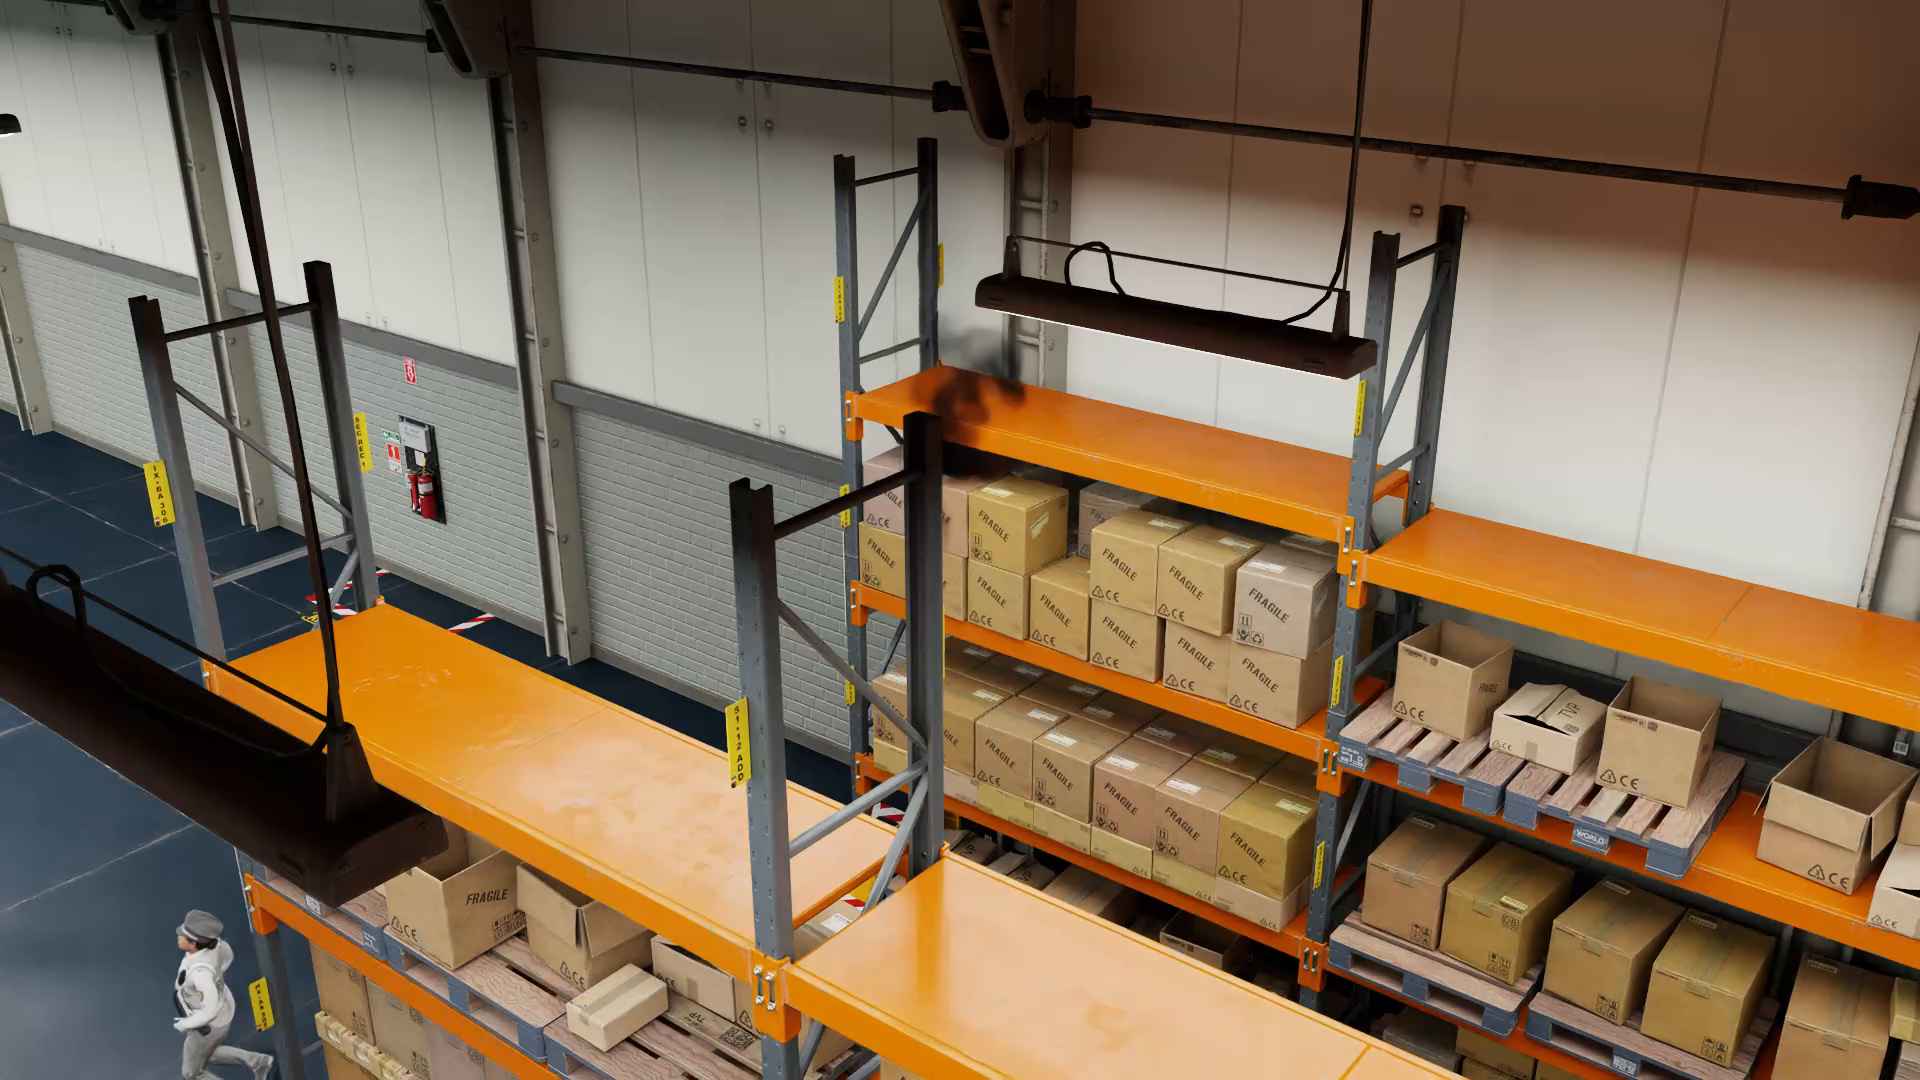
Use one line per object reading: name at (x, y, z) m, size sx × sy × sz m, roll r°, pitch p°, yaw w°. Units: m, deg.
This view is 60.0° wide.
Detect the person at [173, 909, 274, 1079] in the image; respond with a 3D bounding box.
person at (-4.905, 3.144, 10.986) m, size 0.544 × 1.661 × 0.632 m, roll -6°, pitch 24°, yaw -15°
